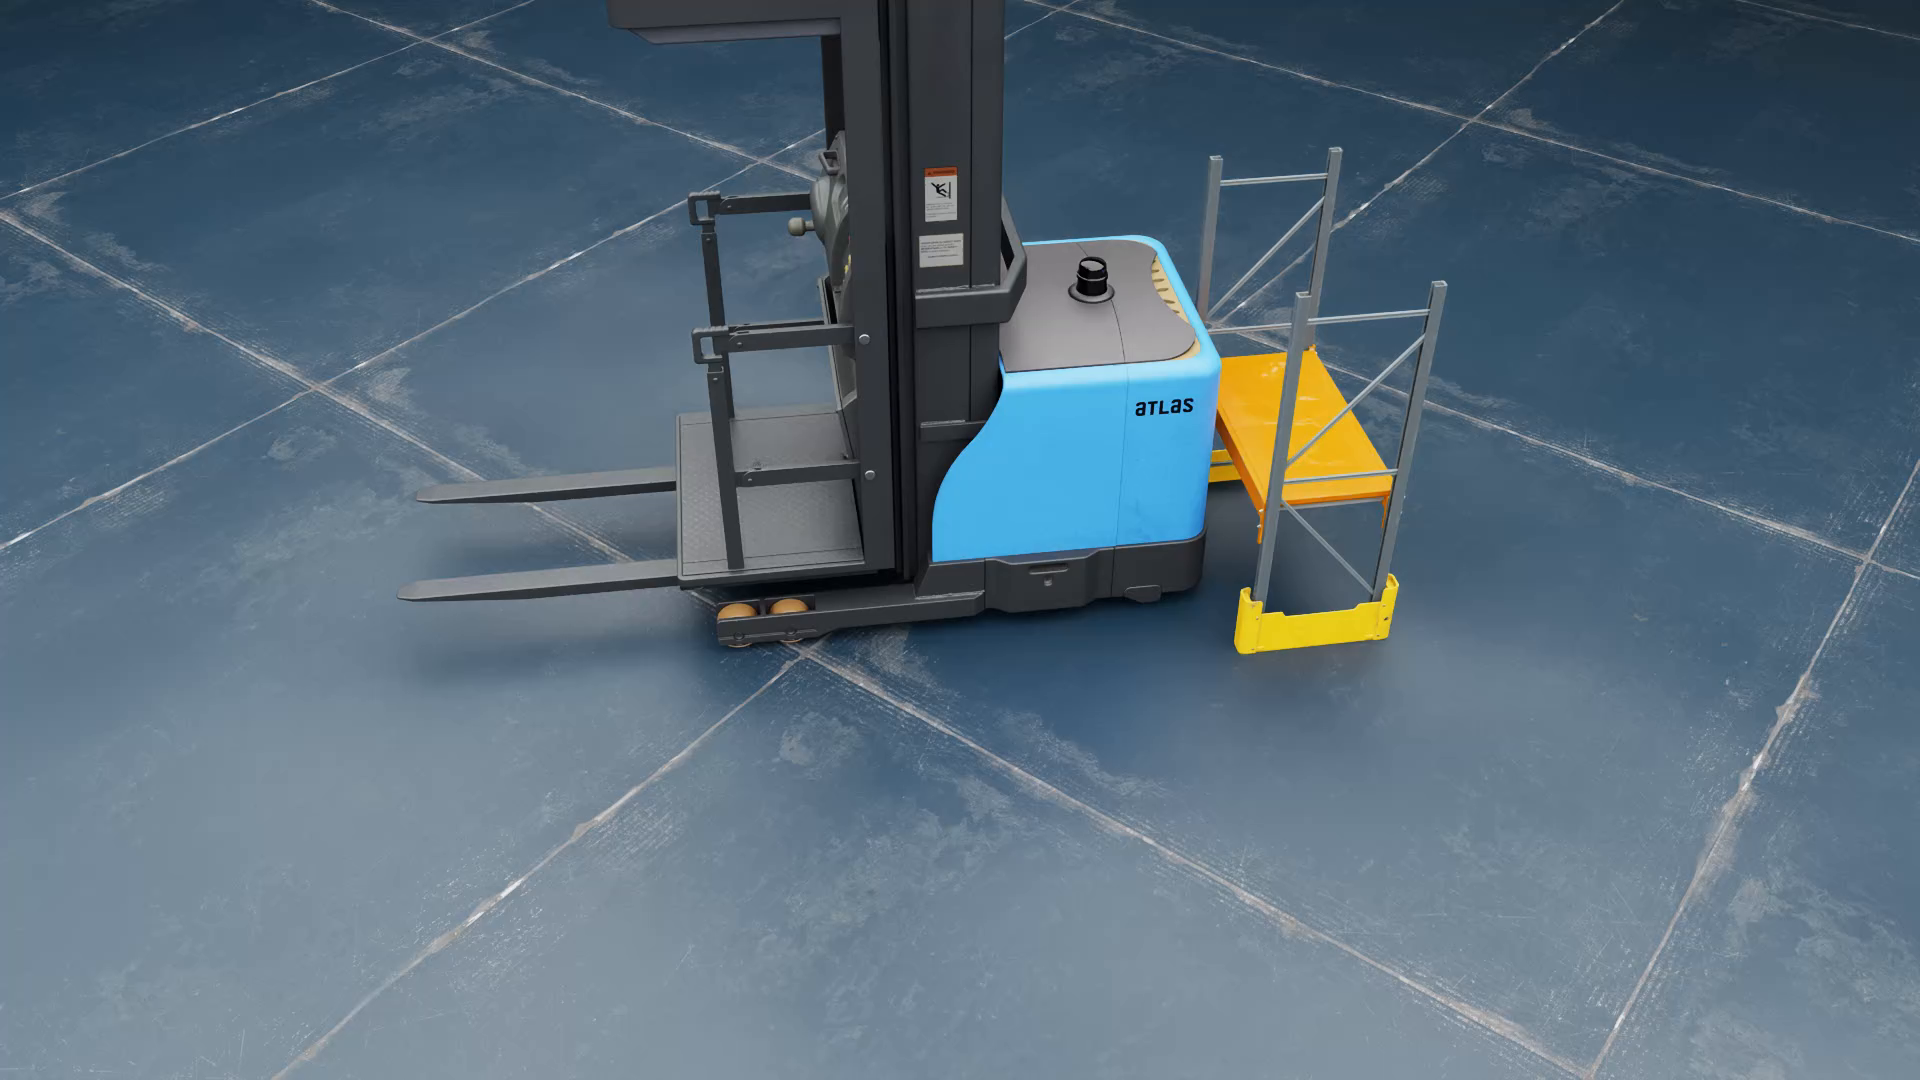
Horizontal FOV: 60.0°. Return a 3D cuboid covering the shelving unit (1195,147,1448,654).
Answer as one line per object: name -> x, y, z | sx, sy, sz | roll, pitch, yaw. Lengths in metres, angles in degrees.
shelving unit -> 1.248, -0.521, 6.199 | 0.587, 1.500, 1.083 | -6, 38, -7

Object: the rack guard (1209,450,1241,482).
rack guard -> 1.171, -0.332, 6.971 | 0.587, 0.250, 0.087 | -6, 38, -7

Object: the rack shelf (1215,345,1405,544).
rack shelf -> 1.246, -0.385, 6.317 | 0.538, 0.185, 1.000 | -6, 38, -7

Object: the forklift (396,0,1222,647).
forklift -> -0.621, -1.100, 5.777 | 3.031, 2.935, 1.130 | -5, 38, -6

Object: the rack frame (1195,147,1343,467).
rack frame -> 1.168, -0.836, 6.601 | 0.500, 1.500, 0.032 | -6, 38, -7

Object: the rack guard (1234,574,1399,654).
rack guard -> 1.325, 0.275, 6.197 | 0.587, 0.250, 0.087 | -6, 38, -7

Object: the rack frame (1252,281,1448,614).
rack frame -> 1.325, -0.217, 5.810 | 0.500, 1.500, 0.032 | -6, 38, -7
